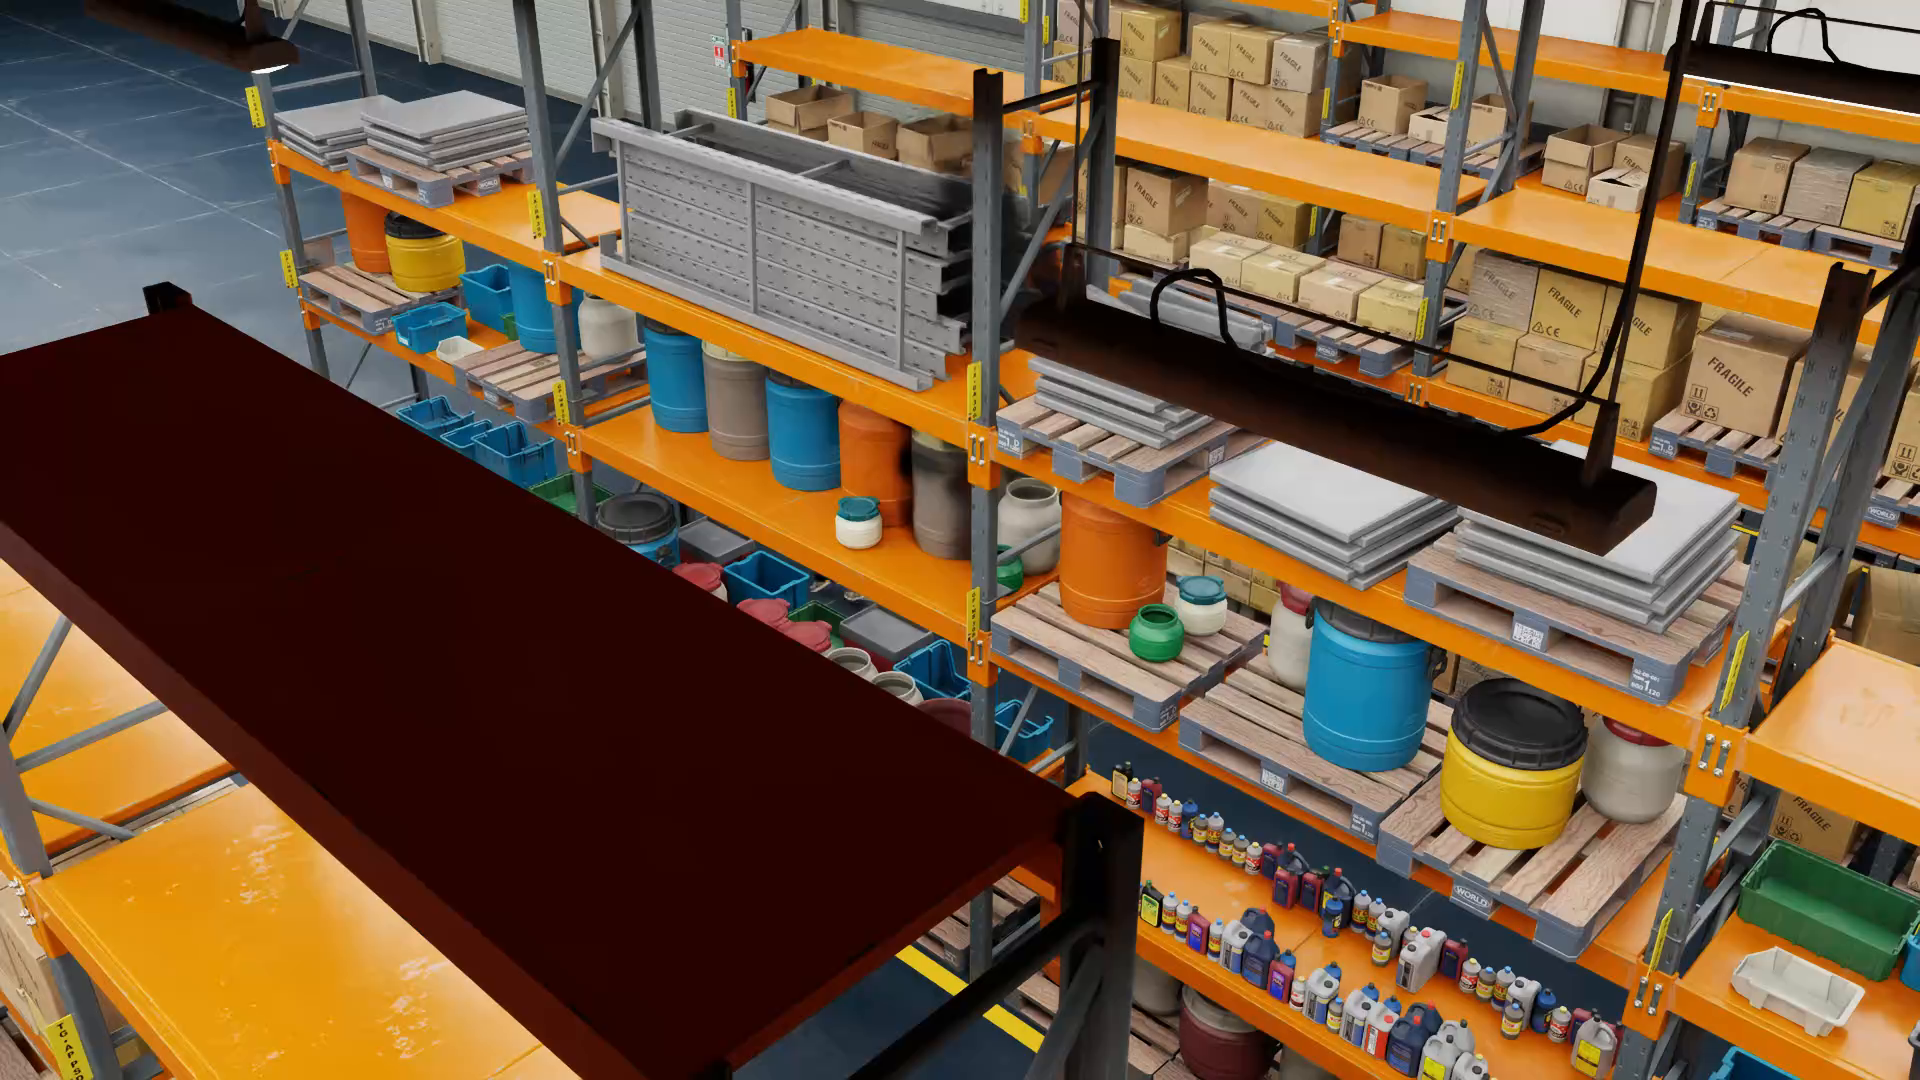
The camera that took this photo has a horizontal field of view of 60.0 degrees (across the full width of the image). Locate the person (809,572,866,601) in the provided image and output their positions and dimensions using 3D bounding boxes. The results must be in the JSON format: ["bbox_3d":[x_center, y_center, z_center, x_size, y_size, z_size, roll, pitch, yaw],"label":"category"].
[{"bbox_3d":[-1.146,-0.146,14.873,0.736,1.647,0.523,12,31,20],"label":"person"}]
